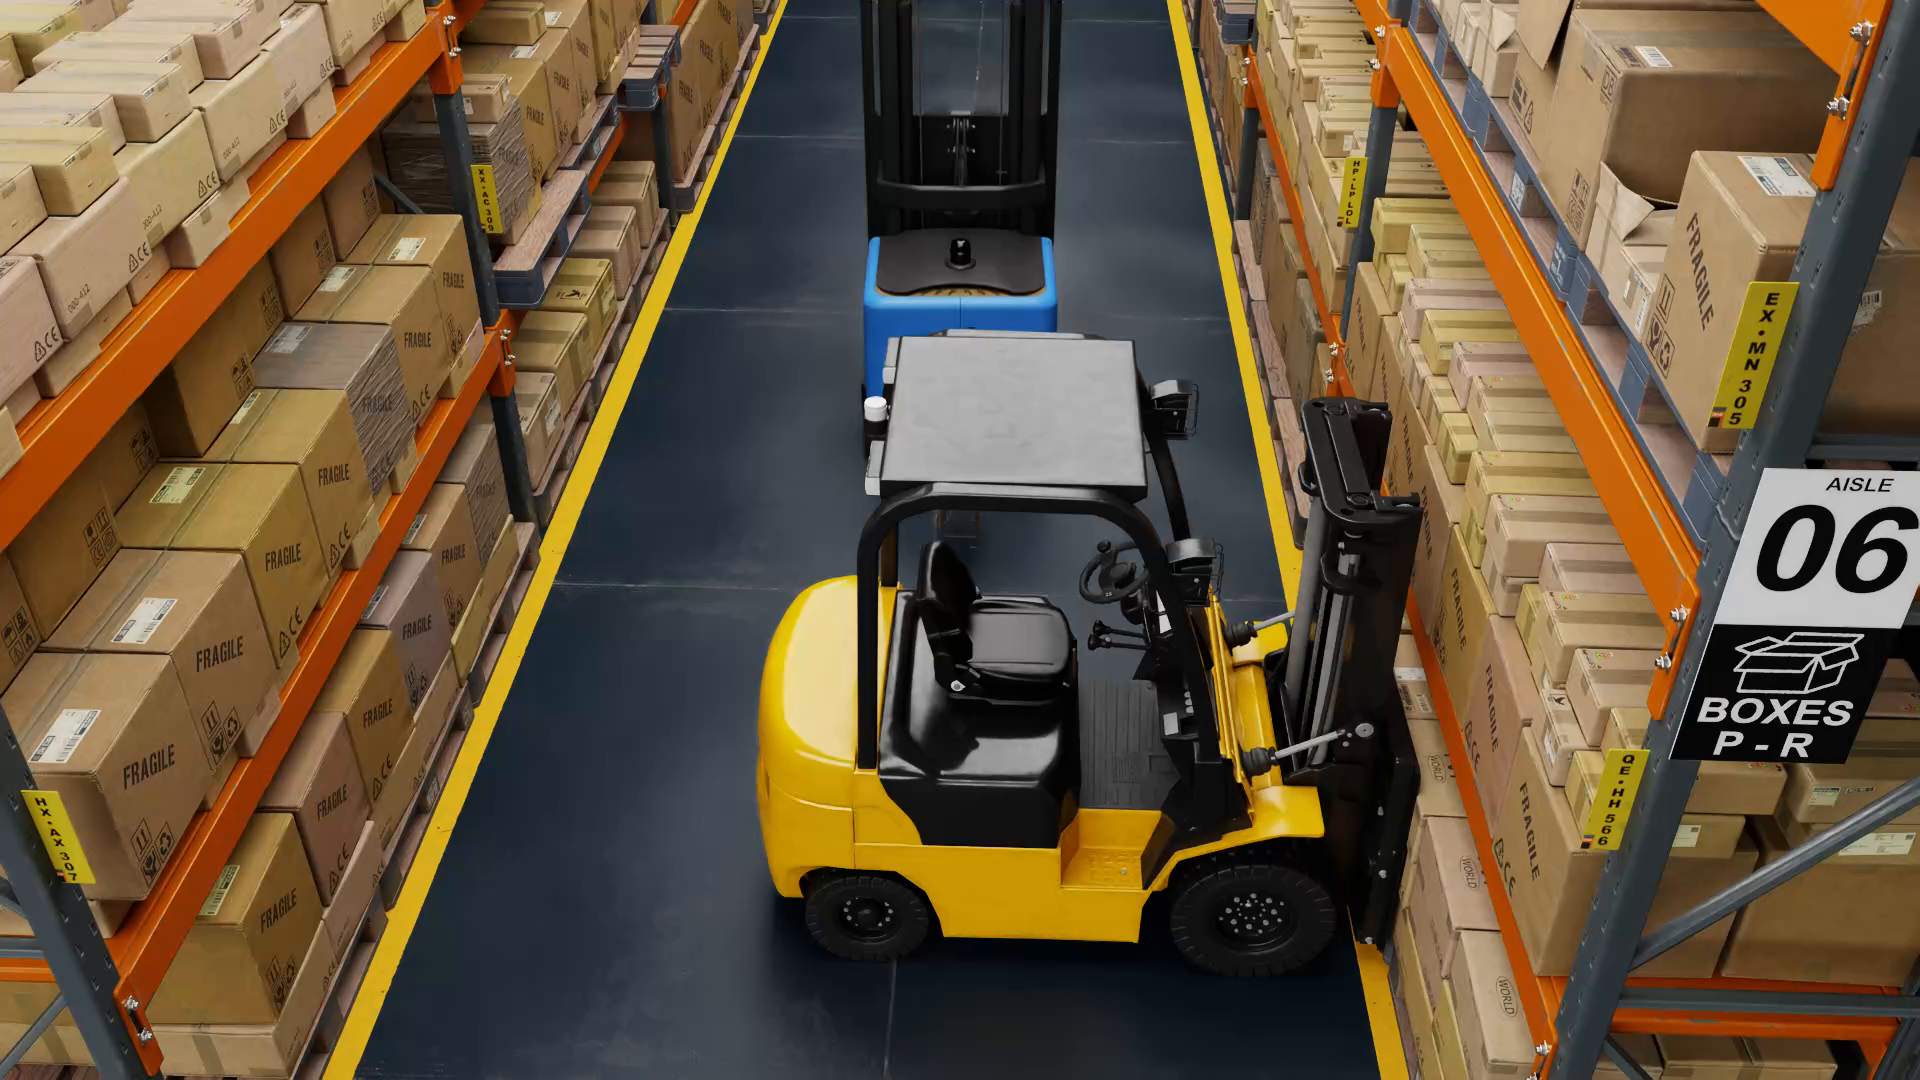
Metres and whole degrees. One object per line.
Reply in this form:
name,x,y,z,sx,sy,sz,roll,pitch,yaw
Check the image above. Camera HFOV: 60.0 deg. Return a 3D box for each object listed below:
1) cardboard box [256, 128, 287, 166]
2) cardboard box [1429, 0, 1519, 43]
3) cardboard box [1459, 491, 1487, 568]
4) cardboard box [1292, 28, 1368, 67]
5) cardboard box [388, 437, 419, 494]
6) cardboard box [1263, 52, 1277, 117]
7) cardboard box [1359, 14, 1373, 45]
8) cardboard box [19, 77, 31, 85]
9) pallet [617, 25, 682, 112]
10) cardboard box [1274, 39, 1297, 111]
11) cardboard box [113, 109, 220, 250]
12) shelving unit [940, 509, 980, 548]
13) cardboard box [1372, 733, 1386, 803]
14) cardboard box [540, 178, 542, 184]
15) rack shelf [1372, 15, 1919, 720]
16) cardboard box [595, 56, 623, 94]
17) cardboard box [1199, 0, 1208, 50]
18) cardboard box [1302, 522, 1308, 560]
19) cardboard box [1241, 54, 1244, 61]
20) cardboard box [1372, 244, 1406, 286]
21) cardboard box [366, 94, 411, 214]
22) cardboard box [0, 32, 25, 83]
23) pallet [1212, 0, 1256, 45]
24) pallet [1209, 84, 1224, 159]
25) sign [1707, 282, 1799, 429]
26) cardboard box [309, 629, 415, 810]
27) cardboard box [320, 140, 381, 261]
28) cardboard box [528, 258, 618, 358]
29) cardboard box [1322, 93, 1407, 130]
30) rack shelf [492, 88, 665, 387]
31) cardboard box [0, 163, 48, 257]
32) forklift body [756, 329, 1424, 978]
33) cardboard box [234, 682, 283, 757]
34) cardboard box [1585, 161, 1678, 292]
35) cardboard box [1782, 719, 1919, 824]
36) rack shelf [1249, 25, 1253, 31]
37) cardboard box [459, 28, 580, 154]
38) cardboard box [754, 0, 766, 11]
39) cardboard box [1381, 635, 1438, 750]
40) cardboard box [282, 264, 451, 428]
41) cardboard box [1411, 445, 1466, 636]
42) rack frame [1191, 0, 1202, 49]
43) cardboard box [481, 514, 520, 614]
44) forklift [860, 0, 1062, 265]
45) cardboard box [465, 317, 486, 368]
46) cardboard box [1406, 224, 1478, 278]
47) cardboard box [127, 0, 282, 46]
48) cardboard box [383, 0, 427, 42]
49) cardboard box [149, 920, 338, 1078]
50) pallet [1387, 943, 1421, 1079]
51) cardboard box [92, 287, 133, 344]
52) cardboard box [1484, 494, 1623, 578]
cardboard box,-2.545,-1.393,5.679,0.380,0.149,0.250,2,35,3
cardboard box,1.996,-2.014,5.969,0.500,0.311,0.500,2,35,3
cardboard box,1.873,-0.034,5.484,0.380,0.149,0.250,2,35,2
cardboard box,2.085,-2.769,9.375,0.380,0.149,0.250,2,35,3
cardboard box,-2.433,-0.317,6.756,0.380,0.149,0.250,1,35,1
cardboard box,2.146,-2.781,10.174,0.500,0.250,0.500,1,35,1
cardboard box,2.674,-2.965,10.002,0.500,0.250,0.500,2,35,2
cardboard box,-3.041,-1.362,5.288,0.500,0.250,0.500,2,35,2
pallet,-2.448,-3.003,10.526,1.213,0.211,1.003,1,35,2
cardboard box,2.111,-2.686,9.605,0.500,0.250,0.500,0,35,1
cardboard box,-2.535,-1.054,4.849,0.500,0.250,0.500,2,35,3
shelving unit,0.002,-0.460,8.438,0.215,1.050,0.252,1,35,2
cardboard box,1.874,0.805,6.533,0.500,0.250,0.500,1,35,2
cardboard box,-2.395,-1.882,8.618,0.380,0.149,0.250,3,35,5
rack shelf,2.193,-0.866,5.336,1.077,0.370,4.000,1,35,2
cardboard box,-2.223,-2.764,9.873,0.380,0.149,0.250,2,35,3
cardboard box,2.350,-4.555,14.377,0.500,0.500,0.500,3,35,4
cardboard box,1.923,0.141,7.912,0.500,0.250,0.500,2,35,2
cardboard box,2.291,-3.543,12.373,0.380,0.149,0.250,2,35,3
cardboard box,1.997,-1.212,7.160,0.380,0.149,0.250,1,35,1
cardboard box,-2.898,-1.800,7.937,0.500,0.500,0.500,1,35,1
cardboard box,-3.101,-1.430,5.039,0.380,0.149,0.250,2,35,3
pallet,2.391,-3.693,11.509,1.213,0.211,1.003,1,35,2
pallet,2.553,-3.367,13.303,1.003,0.211,1.213,1,35,2
sign,1.571,-0.362,3.292,0.100,0.325,0.005,1,35,2
cardboard box,-2.493,0.690,6.479,0.500,0.500,0.500,2,35,3
cardboard box,-2.921,-1.519,7.033,0.700,0.500,0.500,1,35,1
cardboard box,-2.617,-1.406,10.007,0.950,0.372,0.625,2,35,3
cardboard box,2.071,-2.181,8.540,0.380,0.149,0.250,1,35,1
rack shelf,-2.607,-2.050,9.629,1.077,0.370,4.000,1,35,2
cardboard box,-2.564,-0.834,4.190,0.380,0.149,0.250,1,35,2
forklift body,0.366,0.431,6.211,2.313,2.155,1.214,1,35,2
cardboard box,-2.483,0.575,5.487,0.380,0.149,0.250,2,35,3
cardboard box,1.852,-0.798,4.278,0.396,0.266,0.258,1,35,2
cardboard box,2.339,0.600,4.324,0.380,0.149,0.250,1,35,1
rack shelf,2.514,-4.315,12.683,0.919,0.124,3.809,1,35,2
cardboard box,-2.328,-2.364,8.739,0.500,0.500,0.500,1,35,2
cardboard box,-2.233,-5.273,15.453,0.875,0.438,0.875,1,35,1
cardboard box,1.872,0.613,6.371,0.500,0.250,0.500,1,35,1
cardboard box,-2.470,-0.801,6.880,0.500,0.500,0.500,2,35,3
cardboard box,1.929,0.005,5.993,0.500,0.500,0.500,2,35,2
rack frame,2.594,-5.679,14.167,1.000,3.000,0.127,1,35,2
cardboard box,-2.442,0.104,7.965,0.500,0.250,0.500,3,35,4
forklift,0.011,-2.415,9.583,1.121,2.935,3.031,0,35,0
cardboard box,-2.395,-0.900,7.587,0.380,0.149,0.250,1,35,1
cardboard box,2.061,-1.181,6.858,0.380,0.149,0.250,2,35,3
cardboard box,-2.466,-1.711,5.438,0.380,0.149,0.250,2,35,2
cardboard box,-2.394,-2.131,6.729,0.380,0.149,0.250,1,35,2
cardboard box,-12.623,0.468,6.153,20.716,1.739,1.673,1,35,1
pallet,2.101,1.916,5.785,1.003,0.211,1.213,1,35,2
cardboard box,-2.558,-0.651,4.624,0.380,0.149,0.250,1,35,2
cardboard box,1.862,-0.010,5.191,0.380,0.149,0.250,2,35,3
